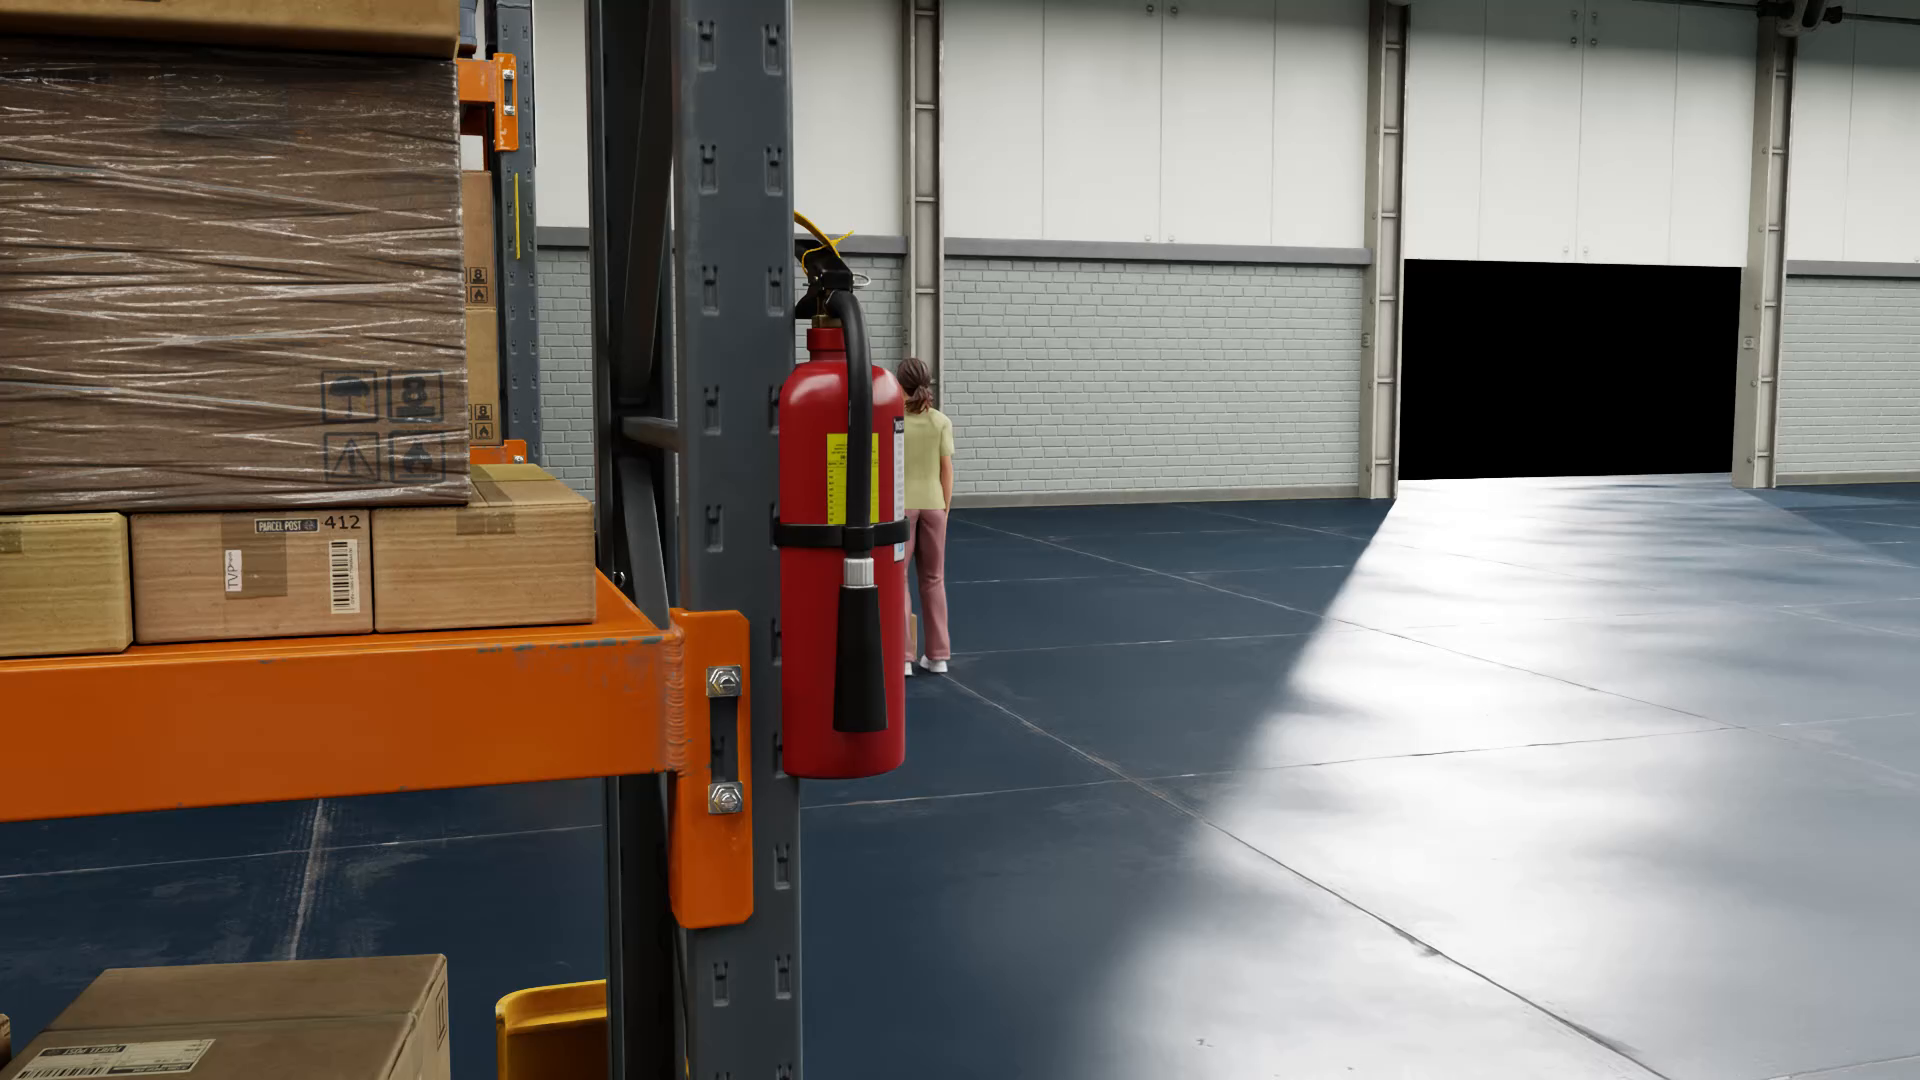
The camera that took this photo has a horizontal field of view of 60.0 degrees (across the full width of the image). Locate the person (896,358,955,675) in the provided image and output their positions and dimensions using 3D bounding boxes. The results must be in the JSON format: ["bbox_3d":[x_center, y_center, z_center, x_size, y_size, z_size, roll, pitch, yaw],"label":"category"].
[{"bbox_3d":[-0.252,-0.123,8.782,0.439,1.668,0.370,-2,6,-17],"label":"person"}]
